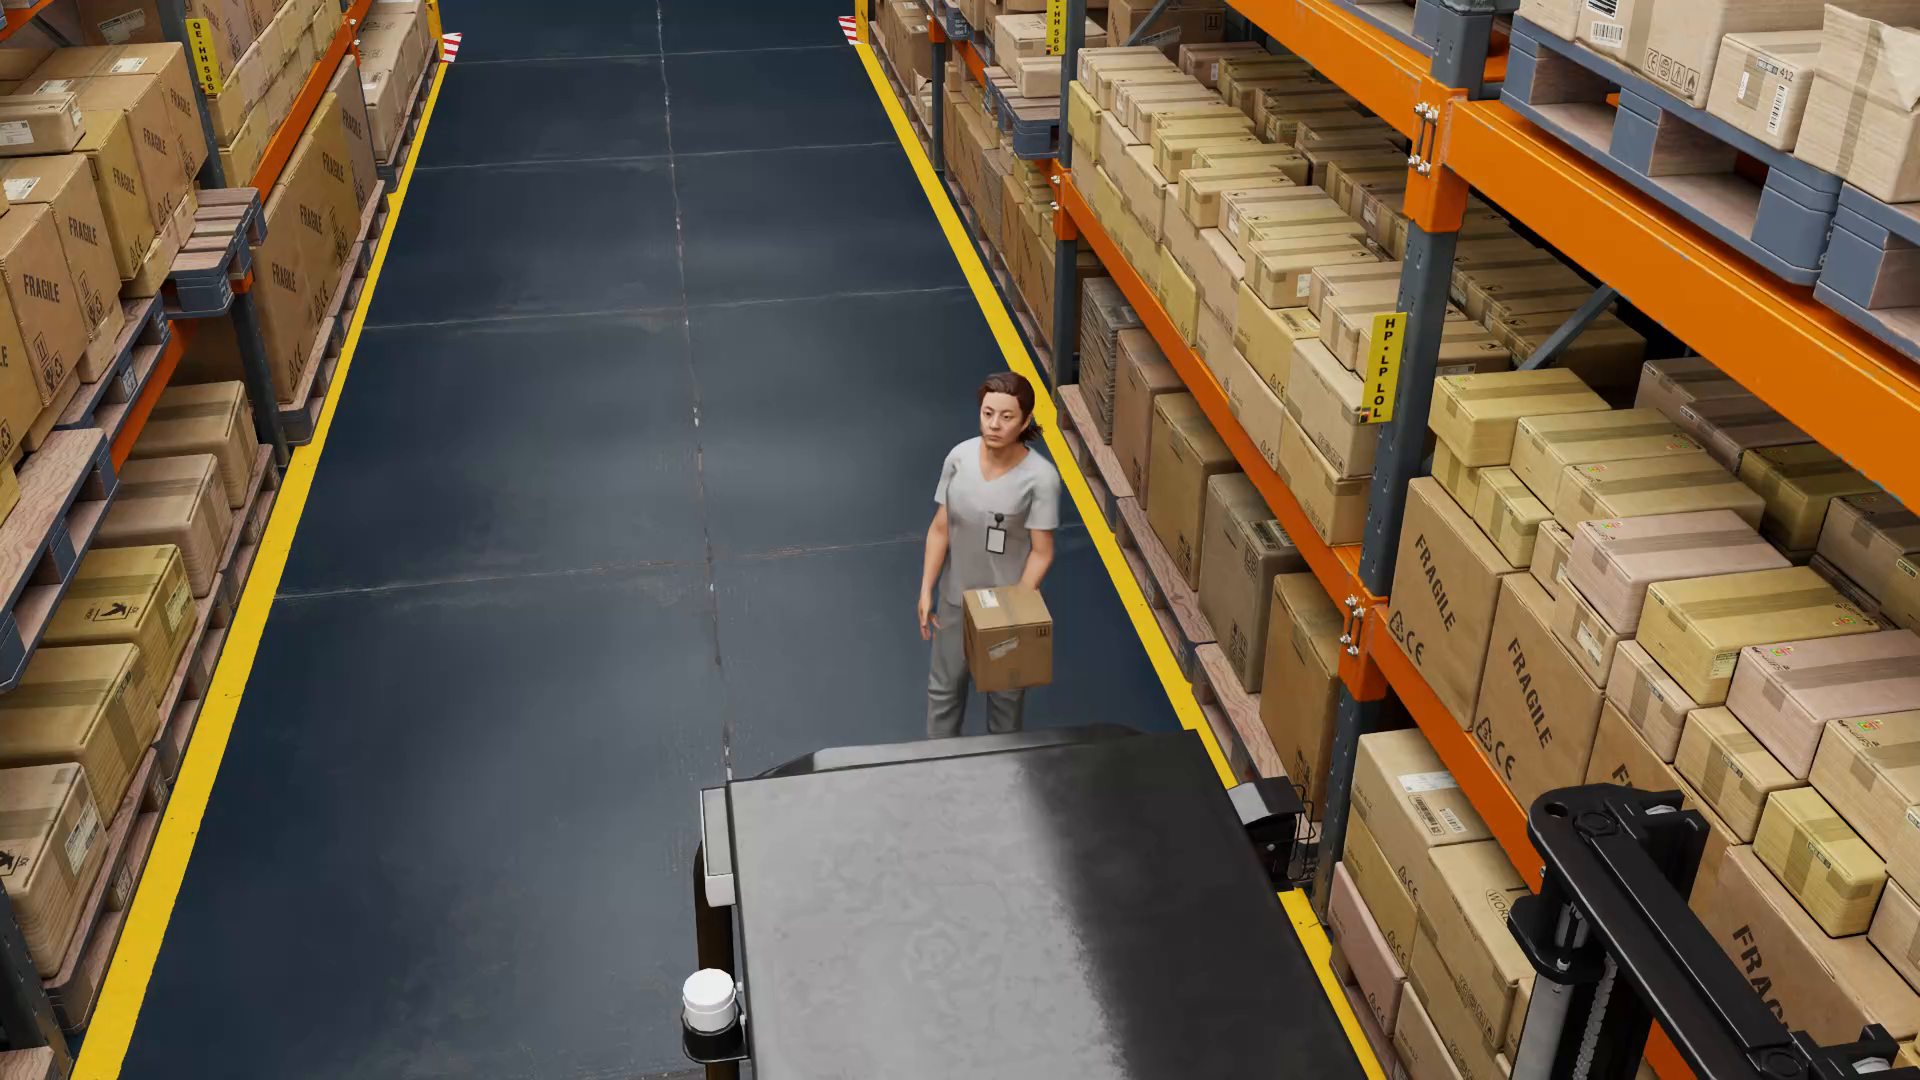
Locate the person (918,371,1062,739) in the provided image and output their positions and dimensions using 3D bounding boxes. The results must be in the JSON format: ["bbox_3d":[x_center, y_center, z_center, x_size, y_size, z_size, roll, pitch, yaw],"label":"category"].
[{"bbox_3d":[0.090,0.230,5.740,0.484,1.673,0.519,12,33,20],"label":"person"}]
